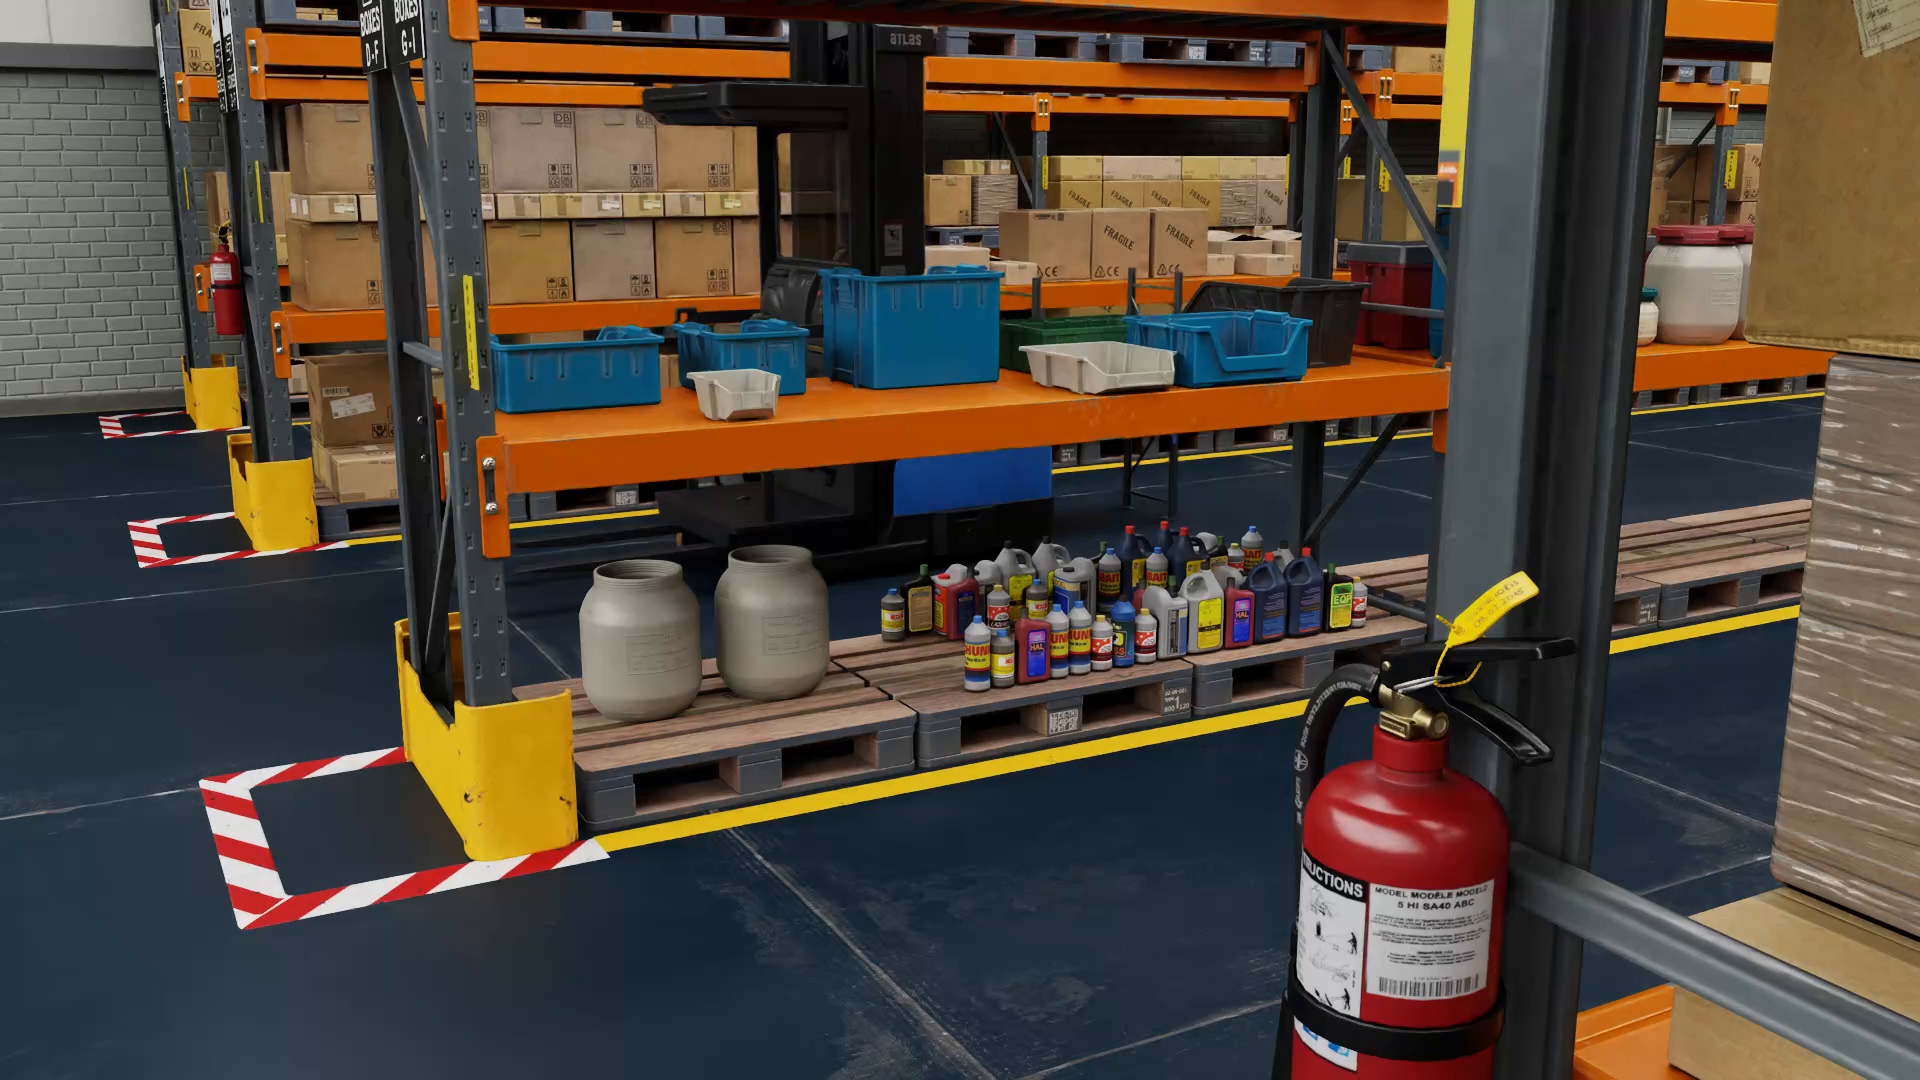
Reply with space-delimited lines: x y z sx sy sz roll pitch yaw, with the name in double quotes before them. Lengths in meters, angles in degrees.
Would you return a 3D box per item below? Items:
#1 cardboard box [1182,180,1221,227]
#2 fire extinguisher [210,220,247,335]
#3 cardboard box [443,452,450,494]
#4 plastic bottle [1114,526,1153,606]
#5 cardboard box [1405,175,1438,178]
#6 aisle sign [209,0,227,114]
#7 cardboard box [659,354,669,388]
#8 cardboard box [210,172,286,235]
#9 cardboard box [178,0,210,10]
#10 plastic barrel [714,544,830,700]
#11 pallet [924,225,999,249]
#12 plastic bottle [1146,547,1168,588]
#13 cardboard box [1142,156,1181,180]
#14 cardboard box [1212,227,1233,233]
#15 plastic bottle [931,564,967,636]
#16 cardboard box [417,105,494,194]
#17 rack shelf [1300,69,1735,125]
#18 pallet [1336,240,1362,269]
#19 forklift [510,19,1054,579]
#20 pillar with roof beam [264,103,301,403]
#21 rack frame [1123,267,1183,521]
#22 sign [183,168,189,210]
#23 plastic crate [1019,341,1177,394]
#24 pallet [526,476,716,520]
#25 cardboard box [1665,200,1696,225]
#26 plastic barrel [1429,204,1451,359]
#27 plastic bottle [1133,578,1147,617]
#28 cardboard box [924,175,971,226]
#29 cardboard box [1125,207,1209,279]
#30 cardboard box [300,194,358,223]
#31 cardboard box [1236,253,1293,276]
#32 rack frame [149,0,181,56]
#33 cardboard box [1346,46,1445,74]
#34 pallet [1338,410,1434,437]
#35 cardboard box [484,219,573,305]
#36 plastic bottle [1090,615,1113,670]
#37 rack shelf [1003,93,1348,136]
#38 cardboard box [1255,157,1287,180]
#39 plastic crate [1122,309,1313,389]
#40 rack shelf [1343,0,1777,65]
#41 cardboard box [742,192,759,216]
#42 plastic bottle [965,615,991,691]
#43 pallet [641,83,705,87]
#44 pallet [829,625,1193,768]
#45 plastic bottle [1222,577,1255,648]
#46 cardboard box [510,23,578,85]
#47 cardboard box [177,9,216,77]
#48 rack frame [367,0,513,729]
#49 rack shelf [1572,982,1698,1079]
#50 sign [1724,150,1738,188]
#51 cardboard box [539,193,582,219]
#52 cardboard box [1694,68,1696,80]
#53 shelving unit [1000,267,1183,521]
"cardboard box" 2.502 -3.690 18.222 0.500 0.500 0.500 -6 14 -26
"fire extinguisher" -4.372 -1.566 9.914 0.183 0.674 0.296 -7 14 -28
"cardboard box" -3.032 -0.457 10.115 0.500 0.250 0.500 -7 14 -28
"plastic bottle" 0.762 0.110 7.321 0.185 0.351 0.144 -8 15 -30
"cardboard box" 5.237 -4.020 19.955 0.700 0.700 0.980 -7 15 -29
"aisle sign" -4.244 -2.845 9.498 0.004 0.787 0.394 -7 14 -28
"cardboard box" -2.151 -0.927 10.495 0.500 0.500 0.500 -7 14 -28
"cardboard box" -5.860 -2.776 13.700 0.500 0.500 0.500 -7 14 -28
"cardboard box" -5.968 -4.485 13.323 0.500 0.500 0.500 -8 15 -32
"plastic barrel" -0.695 0.300 6.154 0.421 0.512 0.421 0 13 0
"pallet" 0.025 -3.134 17.139 1.003 0.211 1.213 -7 14 -28
"plastic bottle" 0.858 0.167 7.247 0.097 0.271 0.097 0 13 0
"cardboard box" 2.029 -4.000 17.895 0.500 0.250 0.500 -7 14 -27
"cardboard box" 2.813 -3.416 18.481 0.250 0.149 0.380 -7 15 -29
"plastic bottle" -0.040 0.243 6.898 0.135 0.276 0.152 -7 14 -27
"cardboard box" -3.125 -2.317 9.892 0.500 0.500 0.700 -7 15 -29
"rack shelf" 4.731 -3.691 13.987 4.000 0.370 1.077 -7 14 -28
"pallet" 3.537 -2.360 13.700 1.003 0.211 1.213 -7 14 -28
"forklift" -0.998 -1.296 8.691 3.031 2.935 1.130 -8 15 -31
"pillar with roof beam" -4.160 -4.819 10.525 0.400 9.000 9.100 -7 14 -28
"rack frame" 1.174 -0.896 10.173 0.032 1.500 0.500 -8 15 -31
"sign" -6.163 -2.799 13.243 0.005 0.325 0.100 -7 14 -28
"plastic crate" 0.531 -0.645 6.242 0.437 0.136 0.530 -7 14 -28
"pallet" -2.325 -0.383 10.828 1.213 0.211 1.003 -7 14 -28
"cardboard box" 6.803 -2.940 15.614 0.500 0.500 0.500 -7 14 -27
"plastic barrel" 2.319 -1.220 7.055 0.708 0.901 0.600 -7 14 -28
"plastic bottle" 0.760 0.291 6.669 0.133 0.283 0.061 -7 14 -28
"cardboard box" -0.286 -3.471 16.970 0.500 0.500 0.700 -8 15 -33
"cardboard box" 1.511 -2.238 12.493 0.500 0.500 0.500 -8 15 -31
"cardboard box" -3.598 -1.892 9.479 0.250 0.149 0.380 -7 14 -28
"cardboard box" 2.319 -2.098 12.673 0.250 0.149 0.380 -7 14 -28
"rack frame" -6.423 -5.408 13.144 0.127 3.000 1.000 -7 14 -28
"cardboard box" 3.343 -3.933 13.195 0.500 0.500 0.910 -7 14 -28
"pallet" 3.649 -1.079 13.925 1.213 0.211 1.003 -7 14 -28
"cardboard box" -2.733 -1.730 10.236 0.500 0.500 0.700 -7 14 -27
"plastic bottle" 0.540 0.391 6.412 0.097 0.201 0.097 0 13 0
"rack shelf" 2.354 -4.646 18.227 4.000 0.370 1.077 -7 14 -28
"cardboard box" 3.369 -4.163 18.616 0.500 0.250 0.500 -6 14 -27
"plastic crate" 0.994 -0.752 6.455 0.616 0.251 0.499 -7 14 -28
"rack shelf" 3.590 -2.316 7.873 4.000 0.370 1.077 -7 14 -28
"cardboard box" -1.348 -2.162 10.677 0.250 0.149 0.380 -7 14 -28
"plastic bottle" 0.065 0.414 6.151 0.097 0.271 0.097 0 13 0
"pallet" -2.319 -4.318 15.561 1.003 0.211 1.213 -7 14 -28
"pallet" 0.153 0.559 6.643 1.213 0.211 1.003 -7 14 -28
"plastic bottle" 1.116 0.286 6.689 0.133 0.283 0.061 -6 14 -24
"cardboard box" -3.687 -4.273 14.657 0.500 0.500 0.500 -8 15 -33
"cardboard box" -6.010 -3.990 13.402 0.500 0.500 0.500 -6 14 -26
"rack frame" -1.676 -0.572 5.319 0.127 3.000 1.000 -7 14 -28
"rack shelf" 2.453 0.523 2.092 4.000 0.370 1.077 -7 14 -28
"sign" 6.756 -3.248 14.571 0.005 0.325 0.100 -7 14 -28
"cardboard box" -2.469 -2.028 10.083 0.250 0.149 0.380 -7 14 -29
"cardboard box" 6.786 -4.282 15.314 0.500 0.250 0.500 -7 14 -28
"shelving unit" 0.741 -0.837 9.913 1.048 1.500 0.538 -8 15 -31
